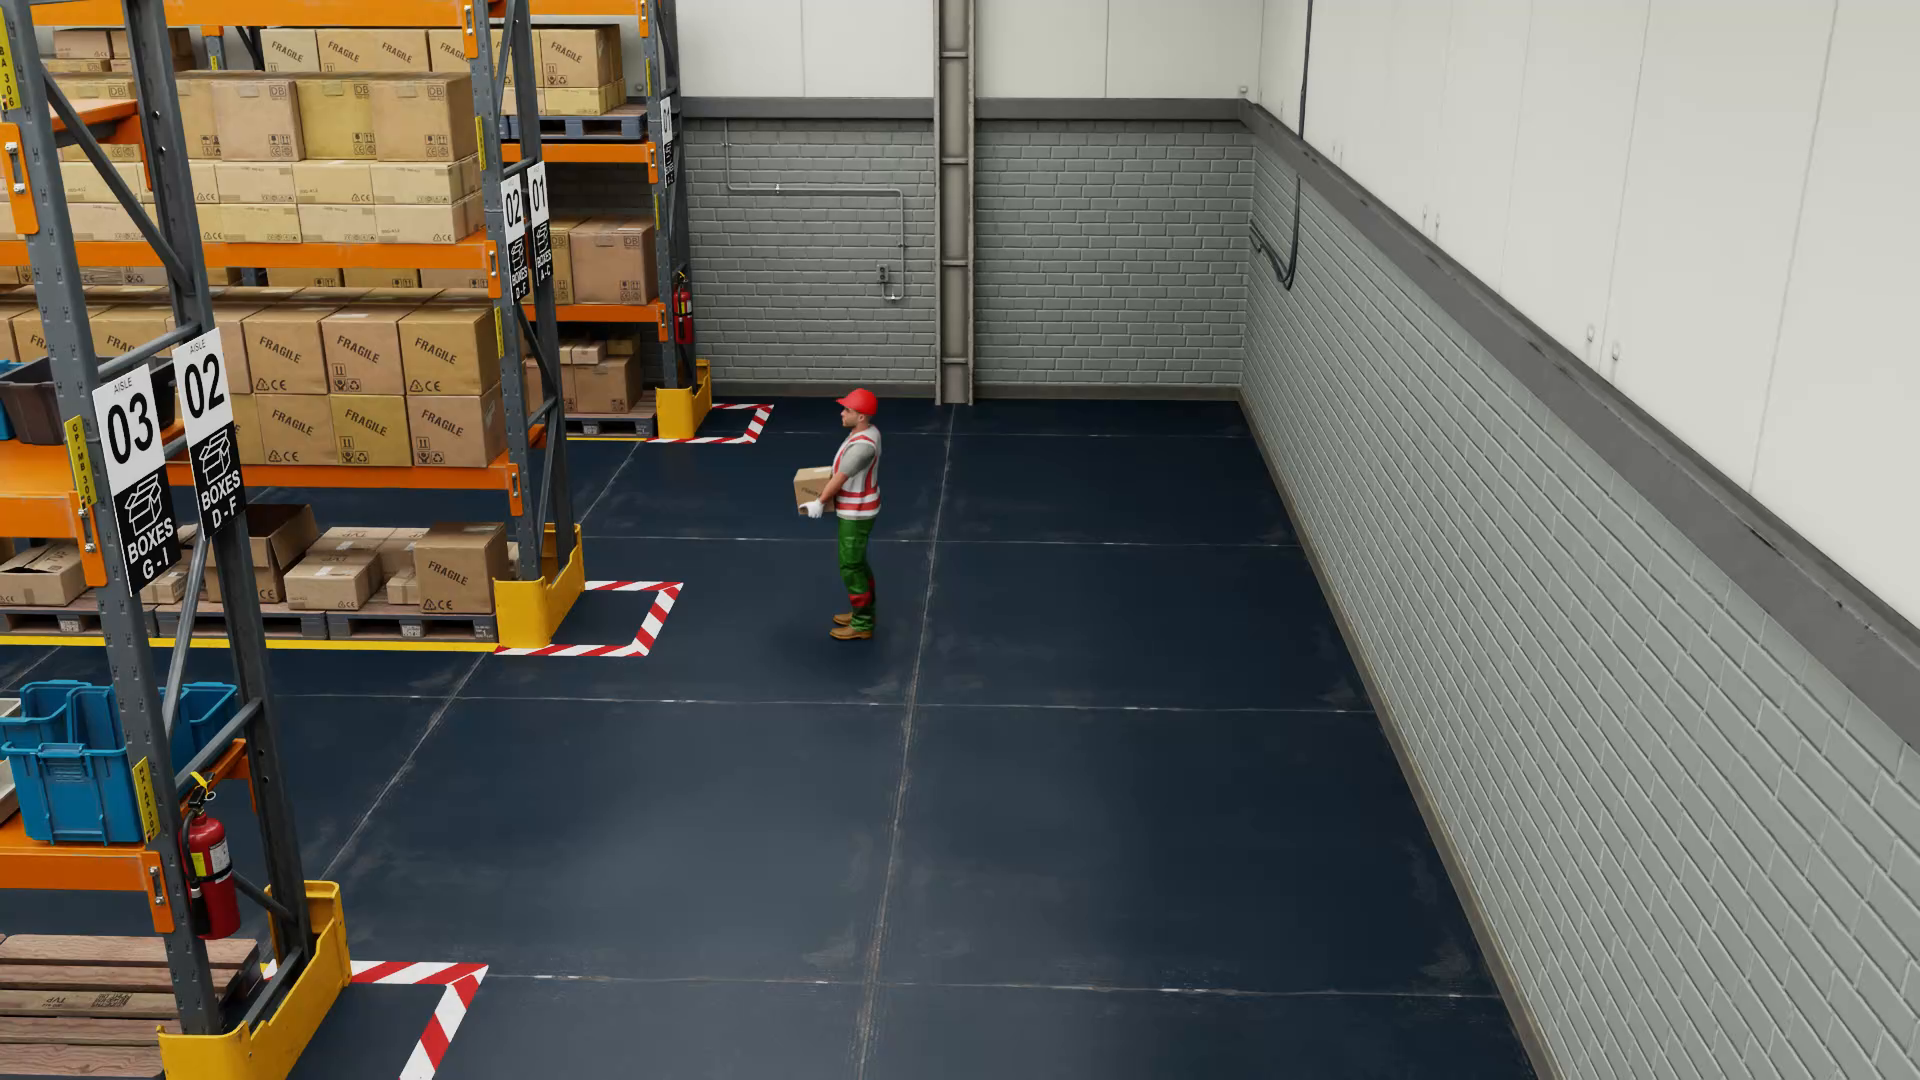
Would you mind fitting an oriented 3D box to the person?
[{"bbox_3d":[-0.824,-0.187,11.546,0.563,1.784,0.494,1,21,2],"label":"person"}]
